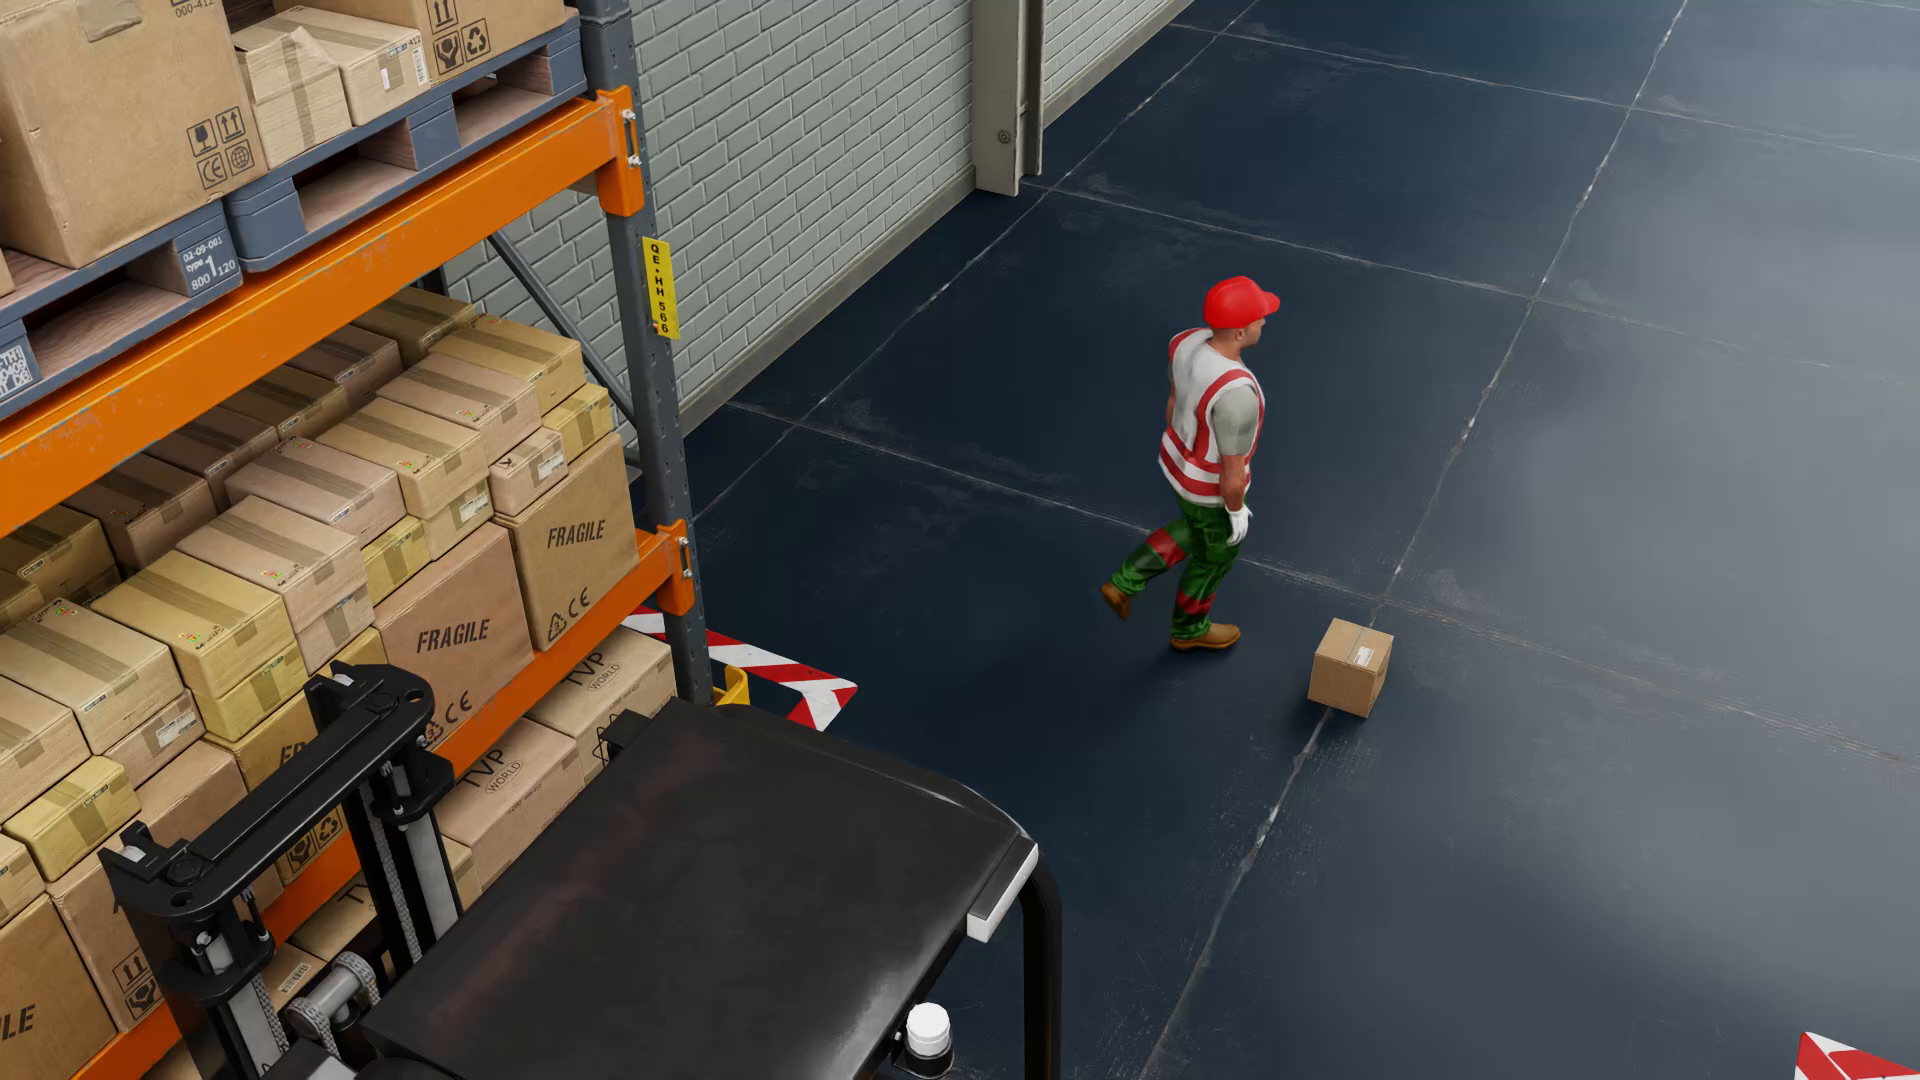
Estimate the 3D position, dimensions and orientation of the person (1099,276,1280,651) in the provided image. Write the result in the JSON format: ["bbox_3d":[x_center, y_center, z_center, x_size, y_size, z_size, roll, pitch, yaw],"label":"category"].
[{"bbox_3d":[0.899,-0.232,6.398,0.597,1.780,0.607,-11,39,-14],"label":"person"}]
